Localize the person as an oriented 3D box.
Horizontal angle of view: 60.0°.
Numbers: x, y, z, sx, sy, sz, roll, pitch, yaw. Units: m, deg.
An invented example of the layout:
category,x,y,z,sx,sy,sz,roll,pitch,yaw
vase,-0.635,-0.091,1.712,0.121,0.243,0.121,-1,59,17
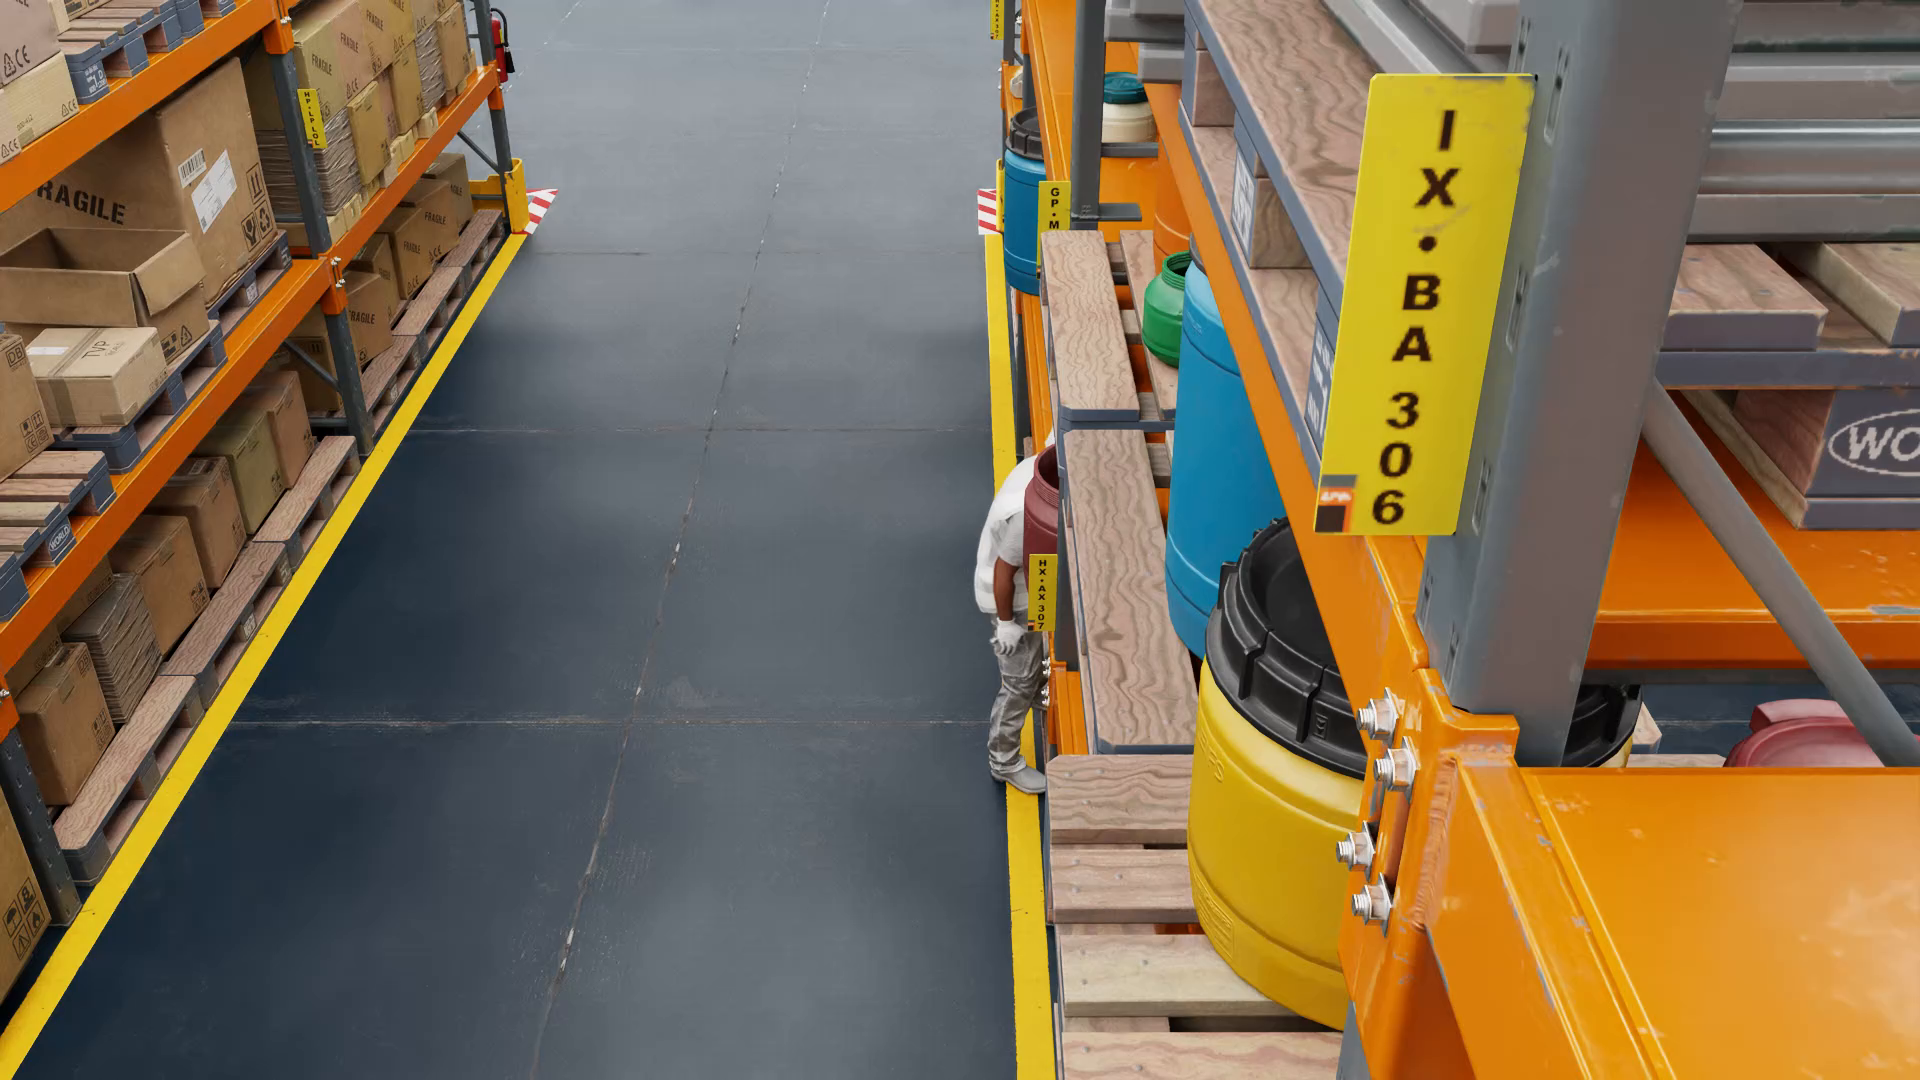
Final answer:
category,x,y,z,sx,sy,sz,roll,pitch,yaw
person,0.343,0.258,7.221,0.541,1.750,0.617,9,32,14
